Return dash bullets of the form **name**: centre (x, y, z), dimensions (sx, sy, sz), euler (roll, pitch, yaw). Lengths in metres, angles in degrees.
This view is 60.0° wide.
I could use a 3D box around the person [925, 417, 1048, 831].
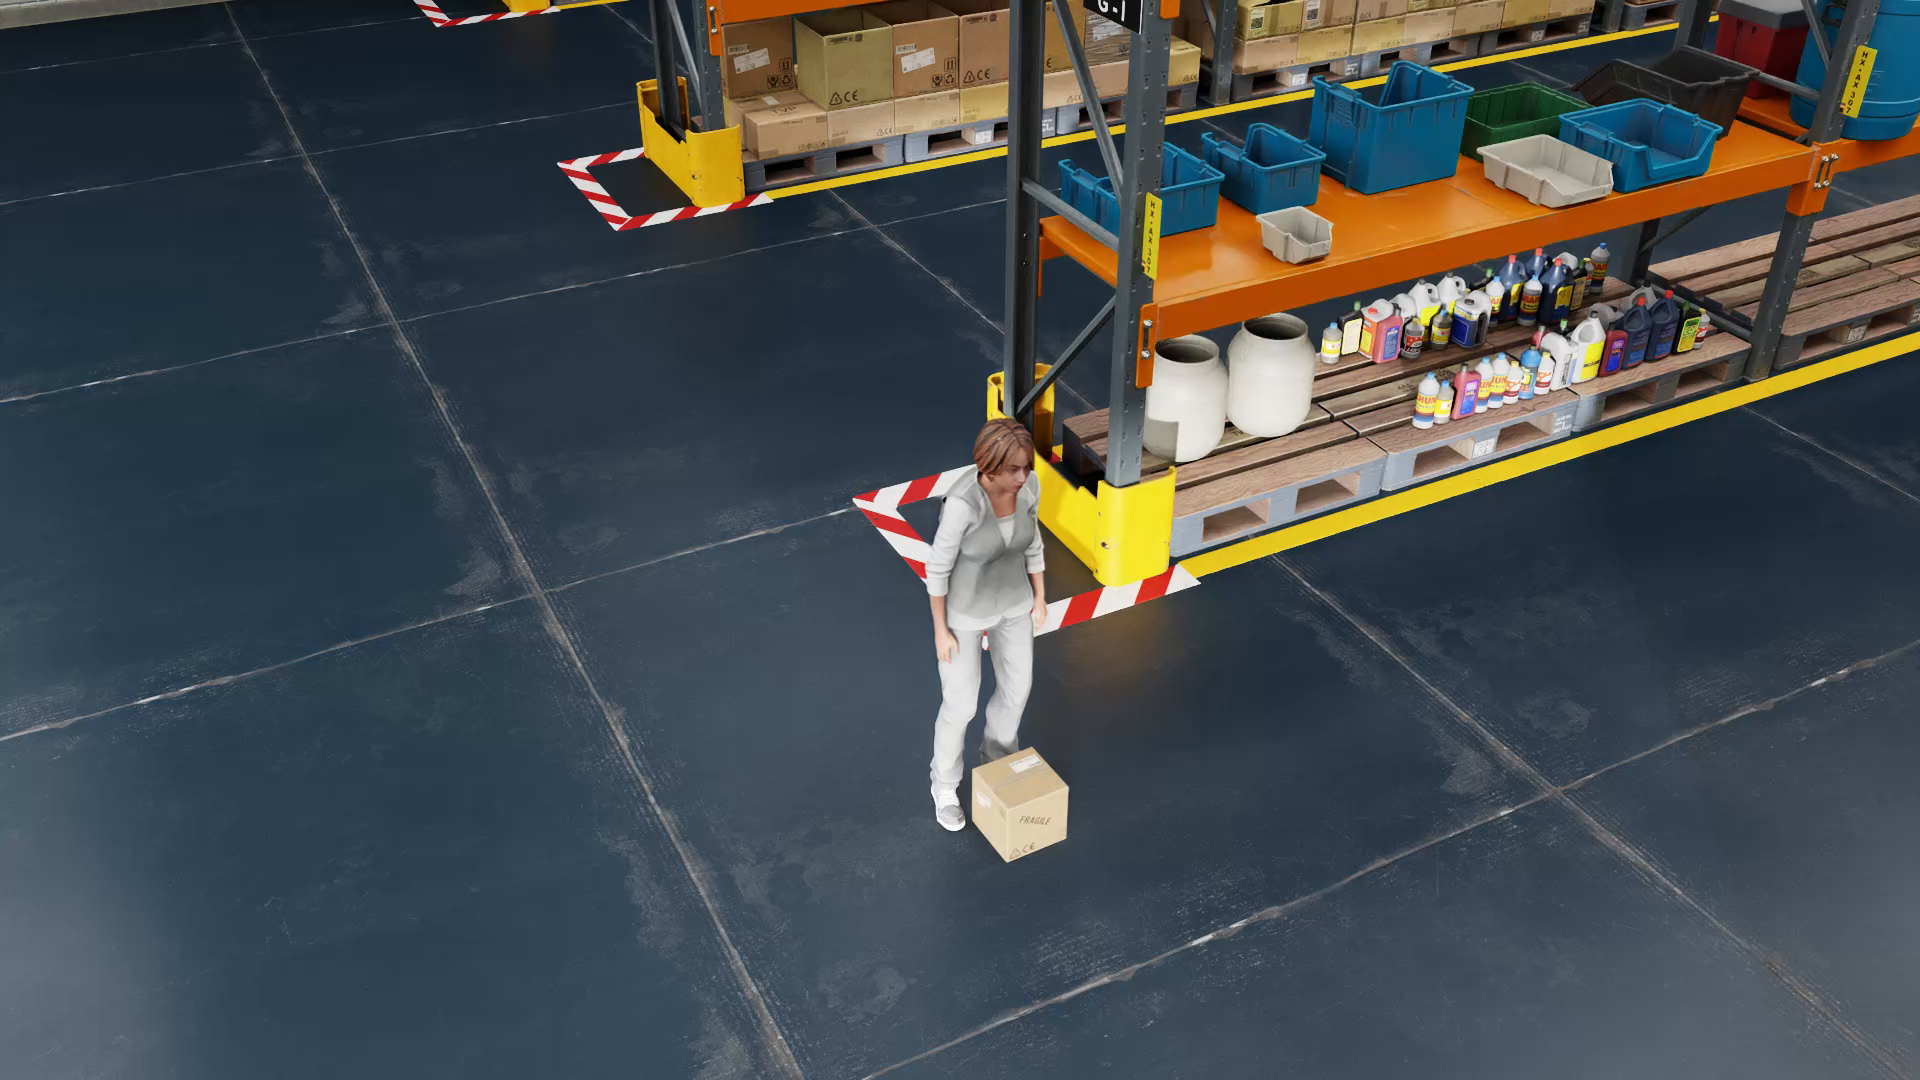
- **person**: centre (0.100, 0.272, 5.740), dimensions (0.483, 1.592, 0.377), euler (-19, 38, -26)
